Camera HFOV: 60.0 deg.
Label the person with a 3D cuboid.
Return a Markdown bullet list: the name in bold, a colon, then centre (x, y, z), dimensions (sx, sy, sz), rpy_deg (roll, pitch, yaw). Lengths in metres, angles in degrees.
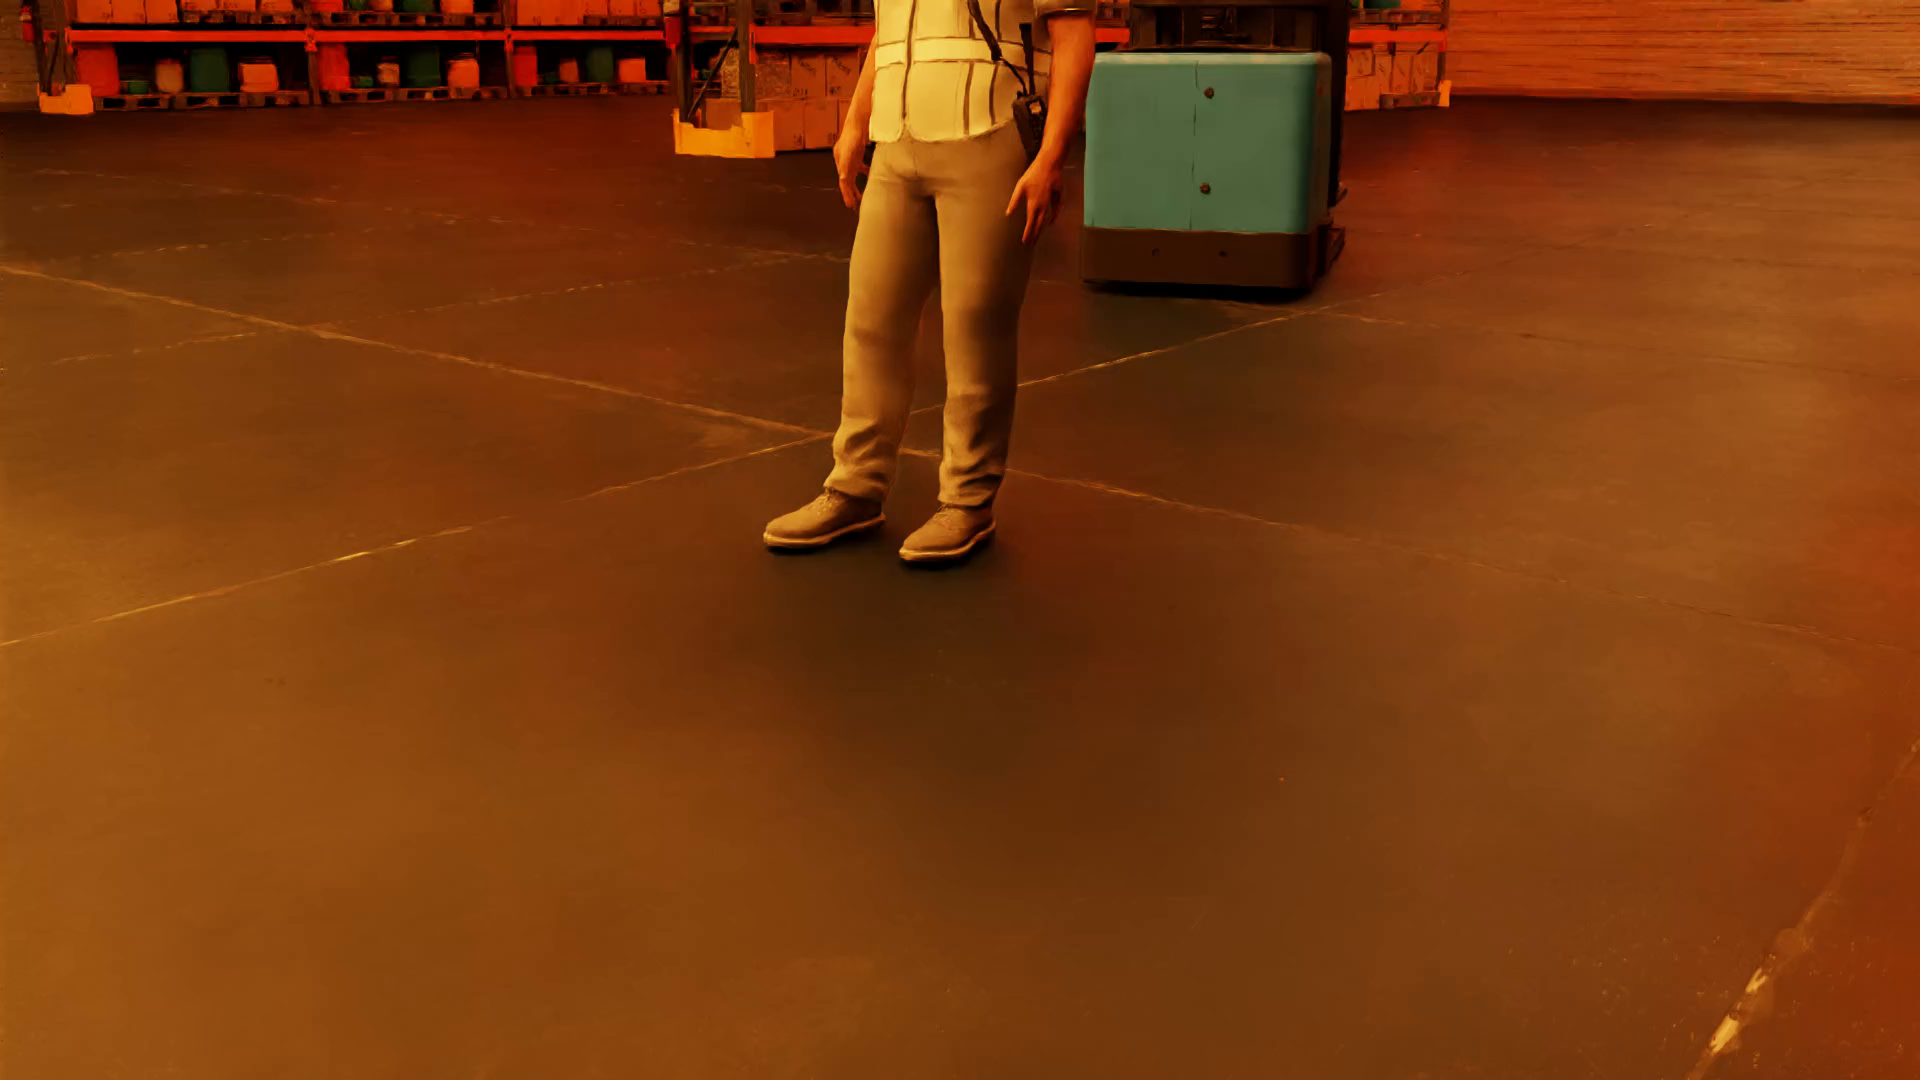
- **person**: centre (-0.059, -0.845, 3.631), dimensions (0.640, 1.781, 0.574), rpy_deg (13, 21, 37)

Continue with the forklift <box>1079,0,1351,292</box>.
- **forklift**: centre (1.465, -2.912, 8.487), dimensions (1.130, 2.935, 3.031), rpy_deg (5, 18, 16)
